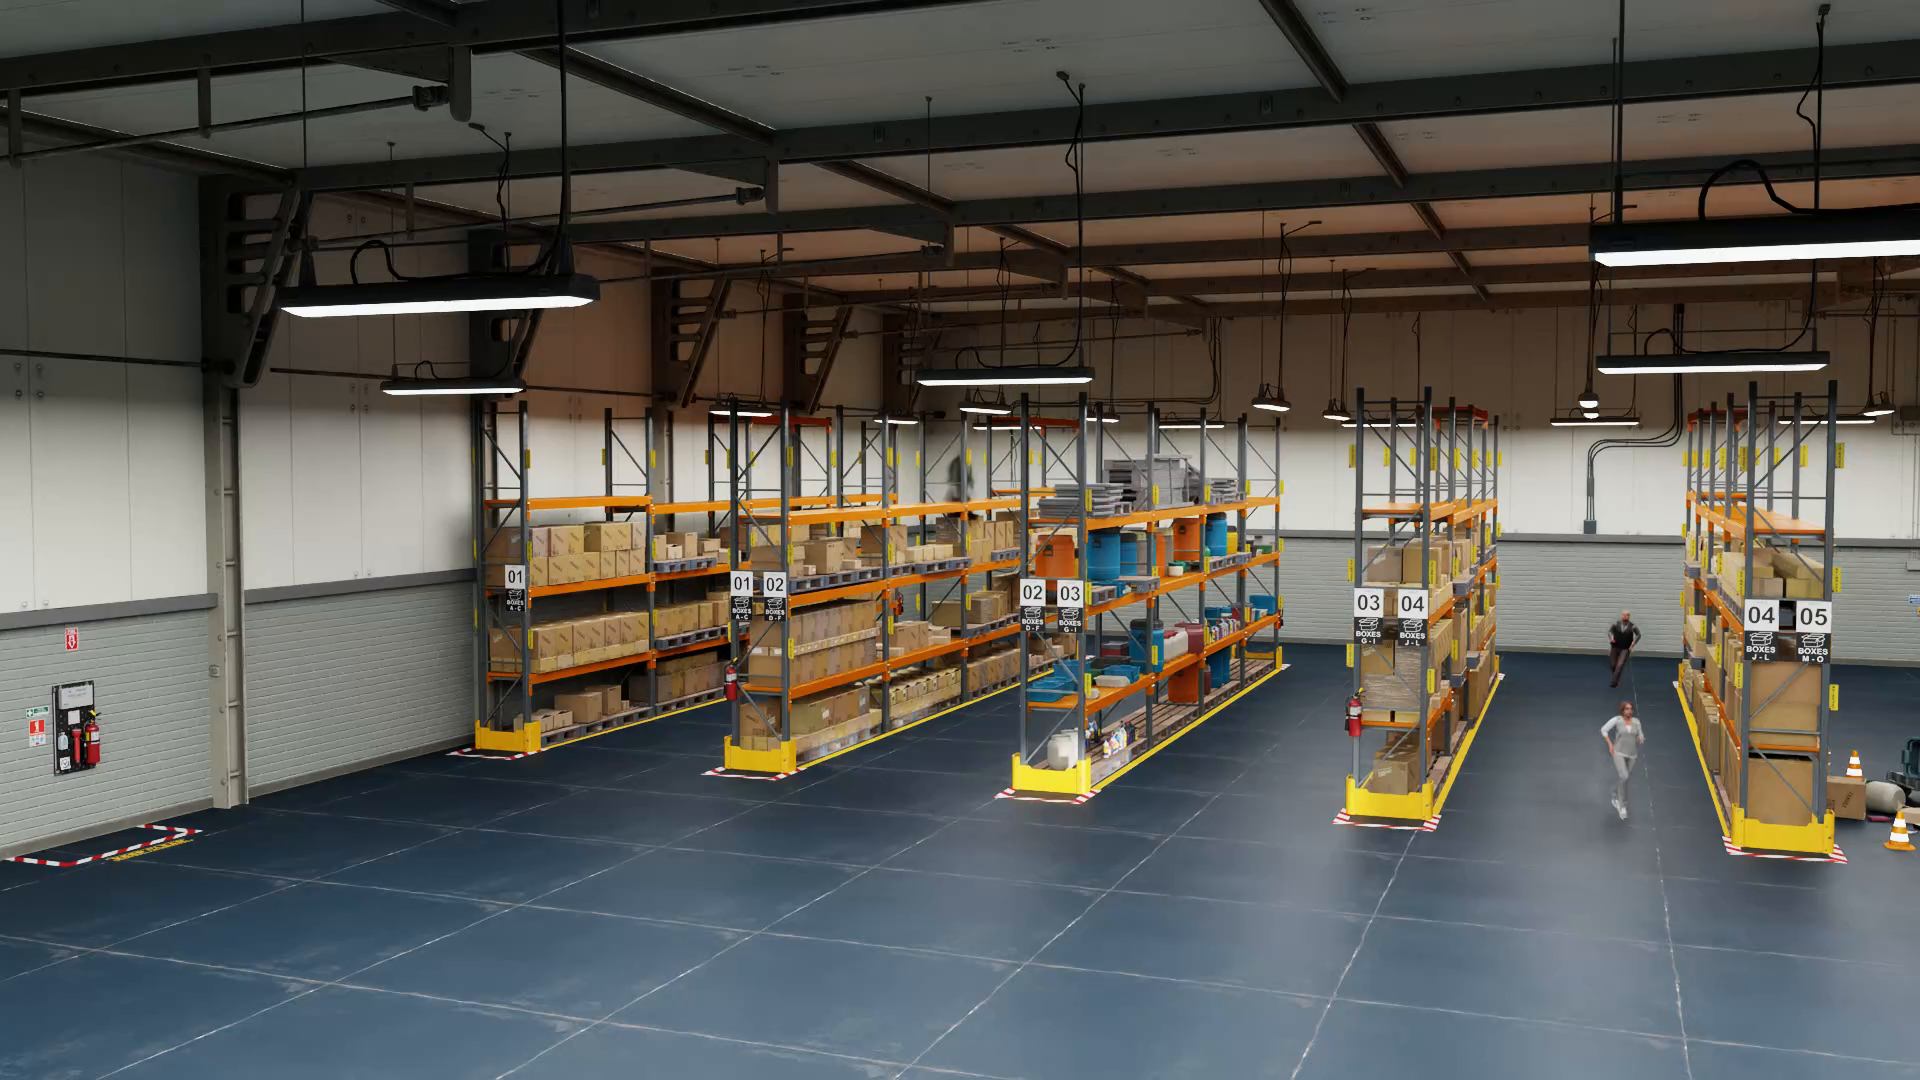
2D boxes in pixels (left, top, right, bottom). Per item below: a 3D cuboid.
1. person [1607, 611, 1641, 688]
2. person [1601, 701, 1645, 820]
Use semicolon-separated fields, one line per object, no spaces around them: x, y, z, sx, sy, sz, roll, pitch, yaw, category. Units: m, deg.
14.552;2.389;36.472;0.682;1.692;0.853;2;3;33;person
9.320;3.068;23.326;0.516;1.642;0.725;0;3;-3;person
